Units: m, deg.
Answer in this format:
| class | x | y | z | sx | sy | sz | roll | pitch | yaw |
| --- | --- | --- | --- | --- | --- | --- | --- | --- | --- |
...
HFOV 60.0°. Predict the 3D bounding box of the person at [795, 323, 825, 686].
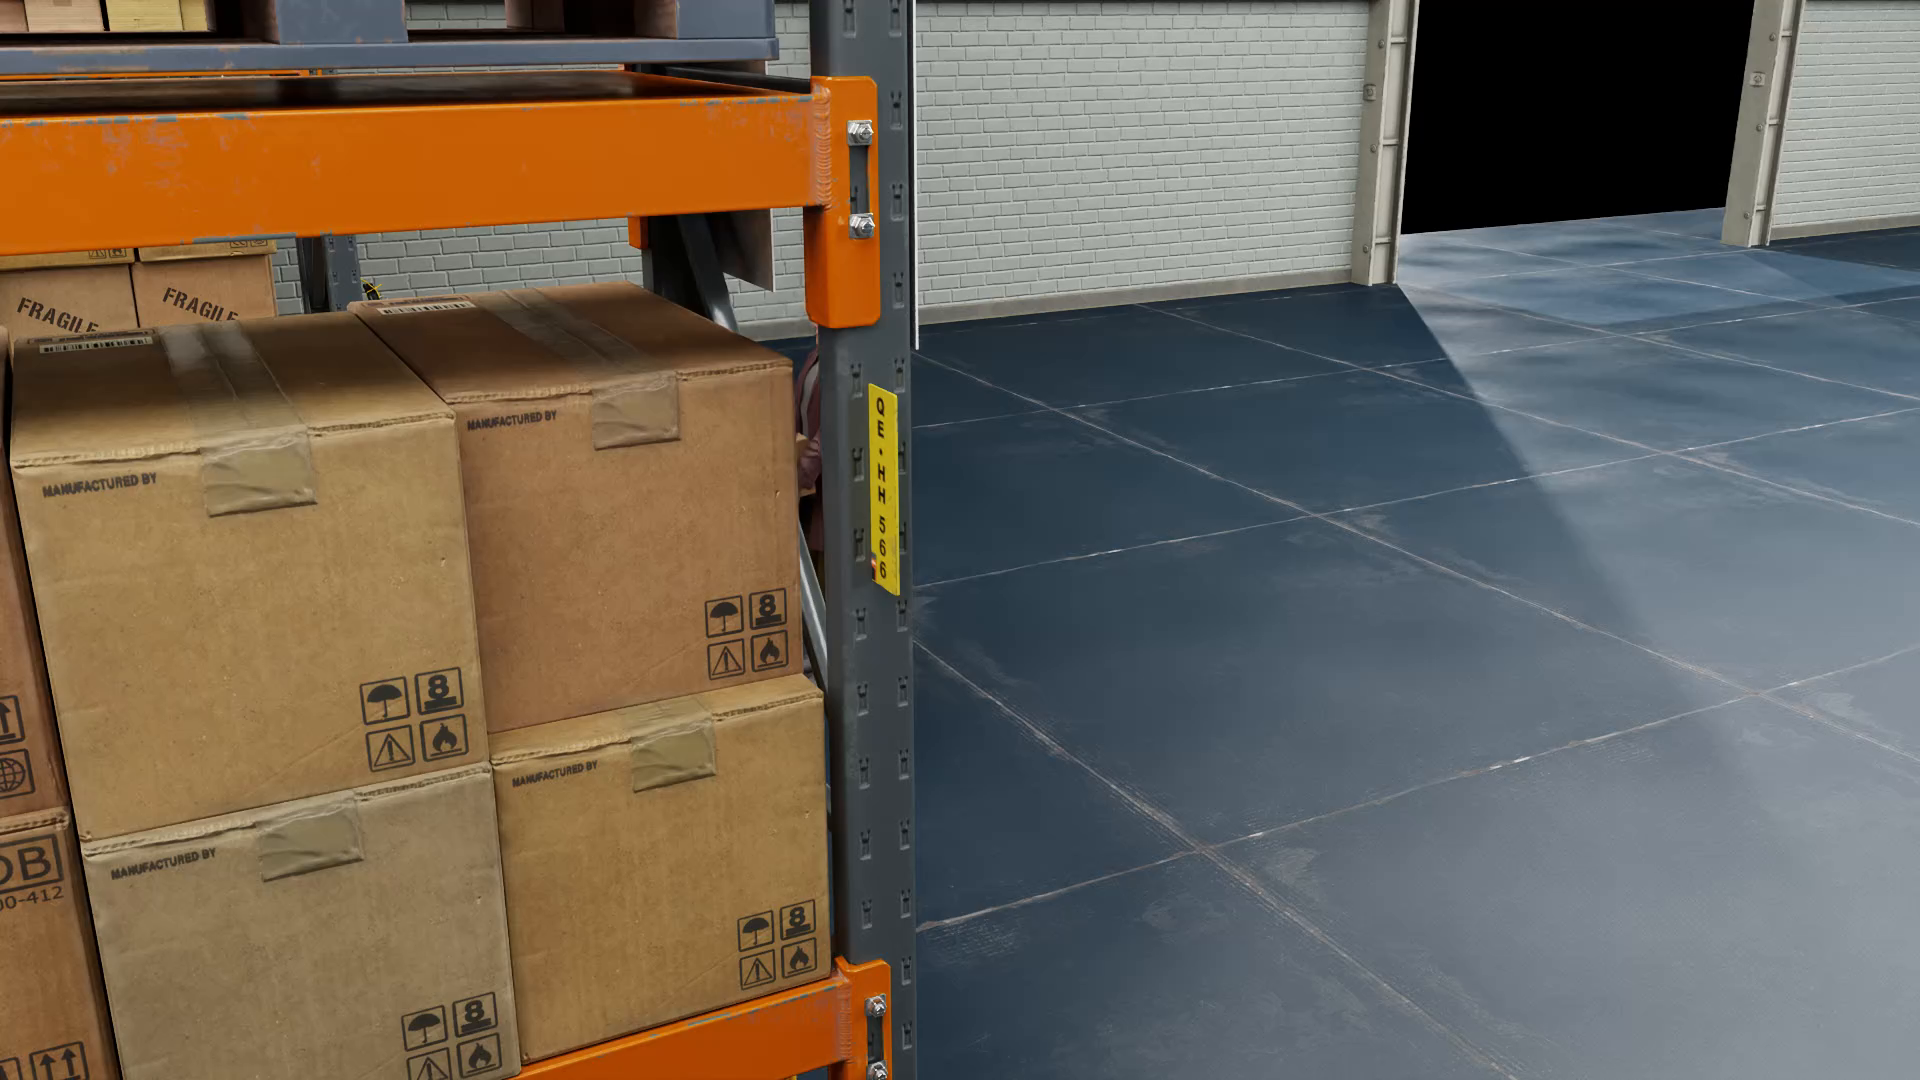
| class | x | y | z | sx | sy | sz | roll | pitch | yaw |
| --- | --- | --- | --- | --- | --- | --- | --- | --- | --- |
| person | -0.627 | -0.191 | 7.169 | 0.548 | 1.779 | 0.525 | -10 | 21 | -27 |
